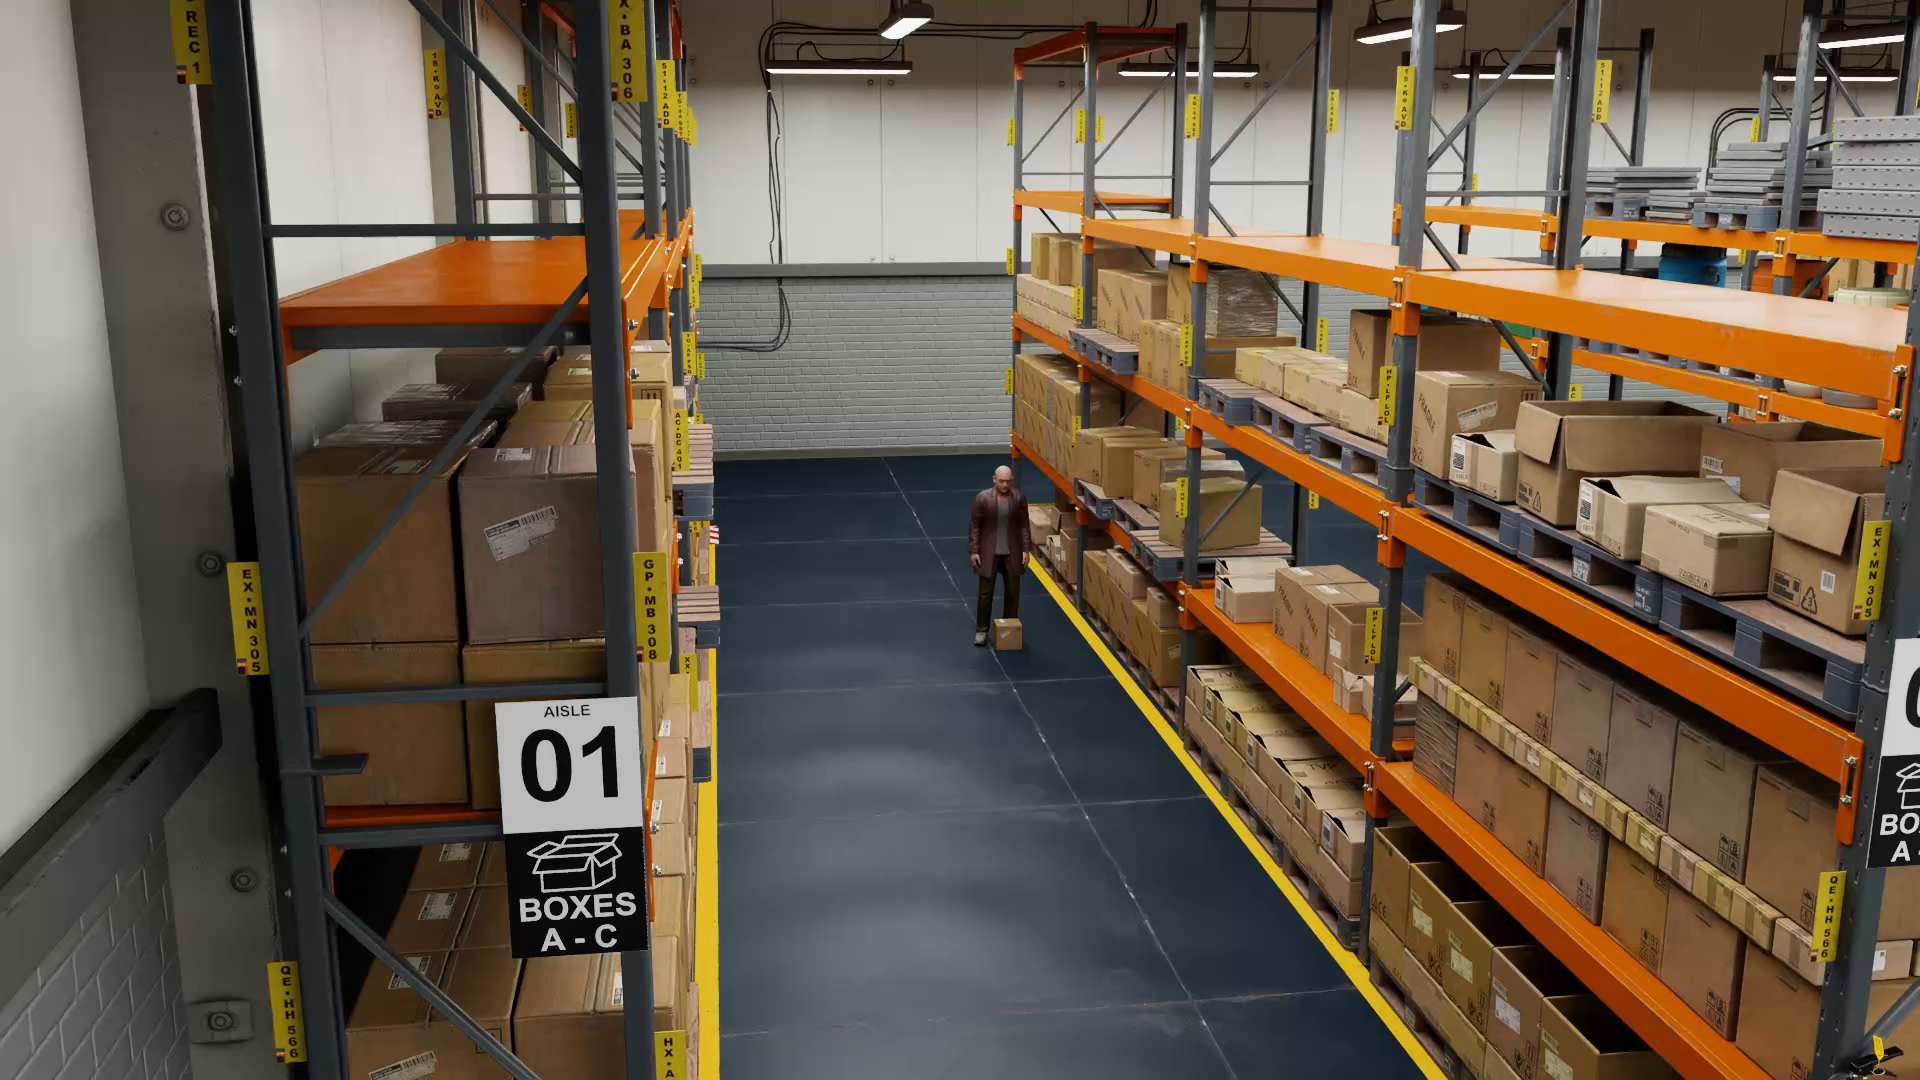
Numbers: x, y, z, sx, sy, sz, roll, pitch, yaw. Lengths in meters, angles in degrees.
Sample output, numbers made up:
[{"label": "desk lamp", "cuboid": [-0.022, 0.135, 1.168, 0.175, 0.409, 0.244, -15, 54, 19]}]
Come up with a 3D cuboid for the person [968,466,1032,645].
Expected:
[{"label": "person", "cuboid": [0.397, 0.134, 16.434, 0.643, 1.773, 0.431, -2, 13, -8]}]
